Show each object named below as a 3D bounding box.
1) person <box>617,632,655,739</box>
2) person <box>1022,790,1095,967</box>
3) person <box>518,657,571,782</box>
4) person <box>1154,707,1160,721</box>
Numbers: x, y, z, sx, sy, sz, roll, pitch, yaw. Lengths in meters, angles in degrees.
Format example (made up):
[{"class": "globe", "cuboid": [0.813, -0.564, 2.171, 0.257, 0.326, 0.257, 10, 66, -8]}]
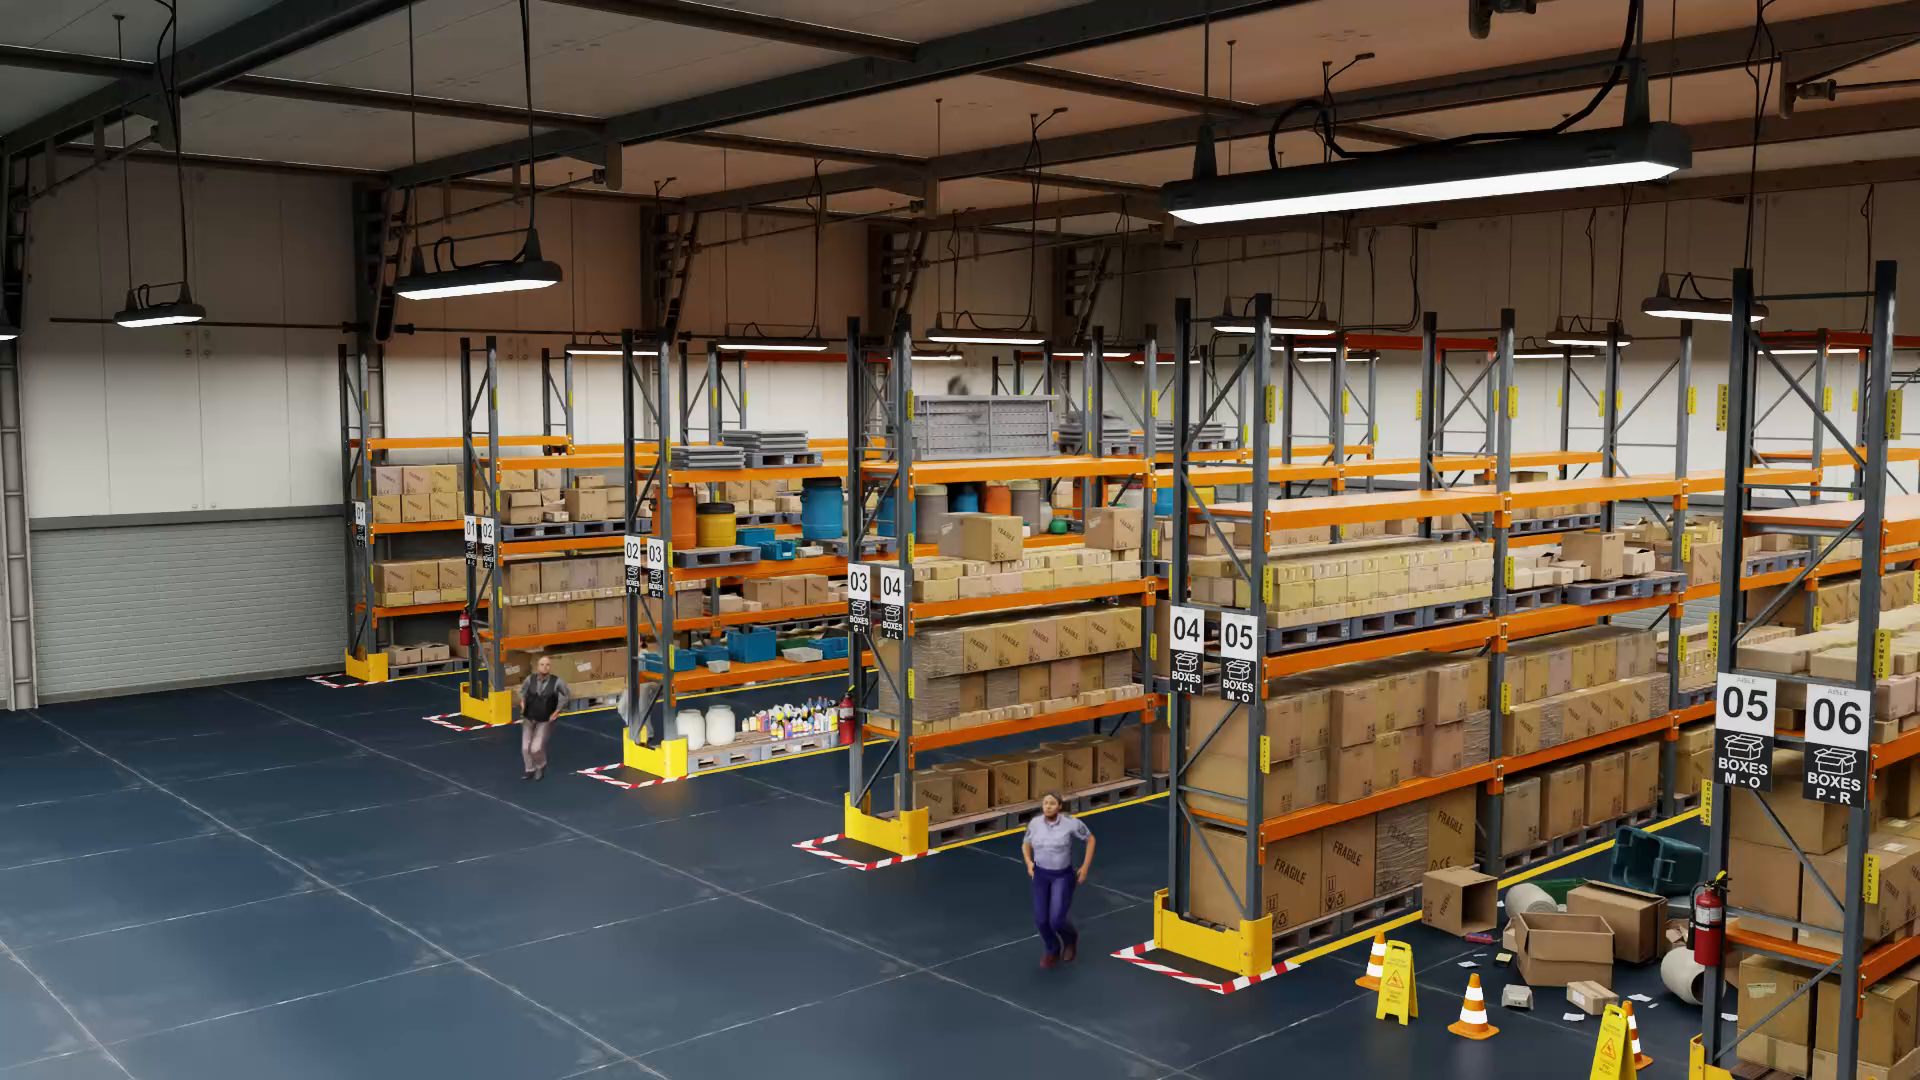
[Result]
[{"class": "person", "cuboid": [-4.727, 2.162, 24.408, 0.569, 1.641, 0.637, 4, 6, 34]}, {"class": "person", "cuboid": [0.836, 3.038, 14.825, 0.638, 1.616, 0.556, 2, 6, 22]}, {"class": "person", "cuboid": [-5.520, 2.376, 21.901, 0.665, 1.665, 0.593, 1, 5, 8]}, {"class": "person", "cuboid": [2.887, 2.077, 25.503, 0.717, 1.731, 0.617, -5, 7, -44]}]
